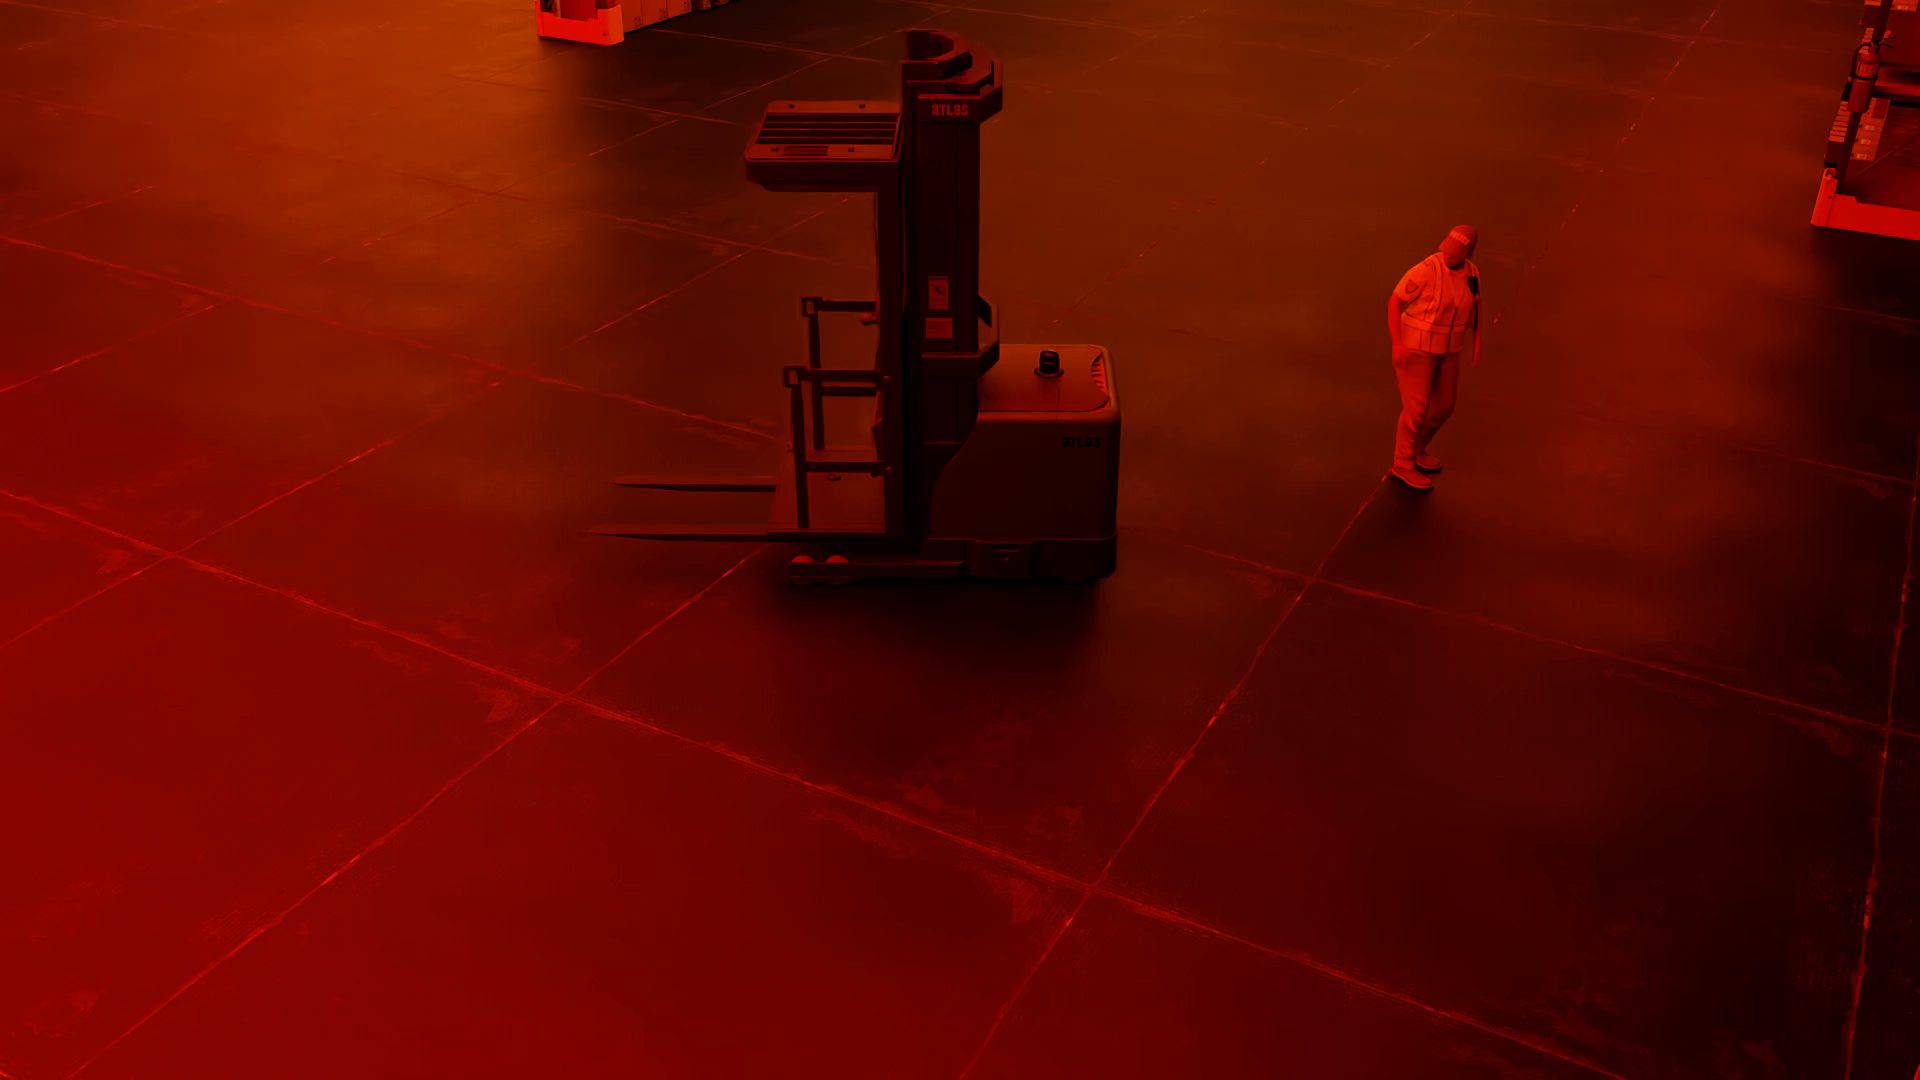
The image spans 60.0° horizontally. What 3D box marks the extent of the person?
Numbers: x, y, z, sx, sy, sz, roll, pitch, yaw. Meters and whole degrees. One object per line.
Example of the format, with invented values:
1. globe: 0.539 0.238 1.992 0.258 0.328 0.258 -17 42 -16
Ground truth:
1. person: 2.999 -1.172 10.394 0.686 1.646 0.512 -15 33 -24

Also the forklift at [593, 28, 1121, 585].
1. forklift: -0.610 -1.275 9.279 3.031 2.935 1.130 0 30 1
